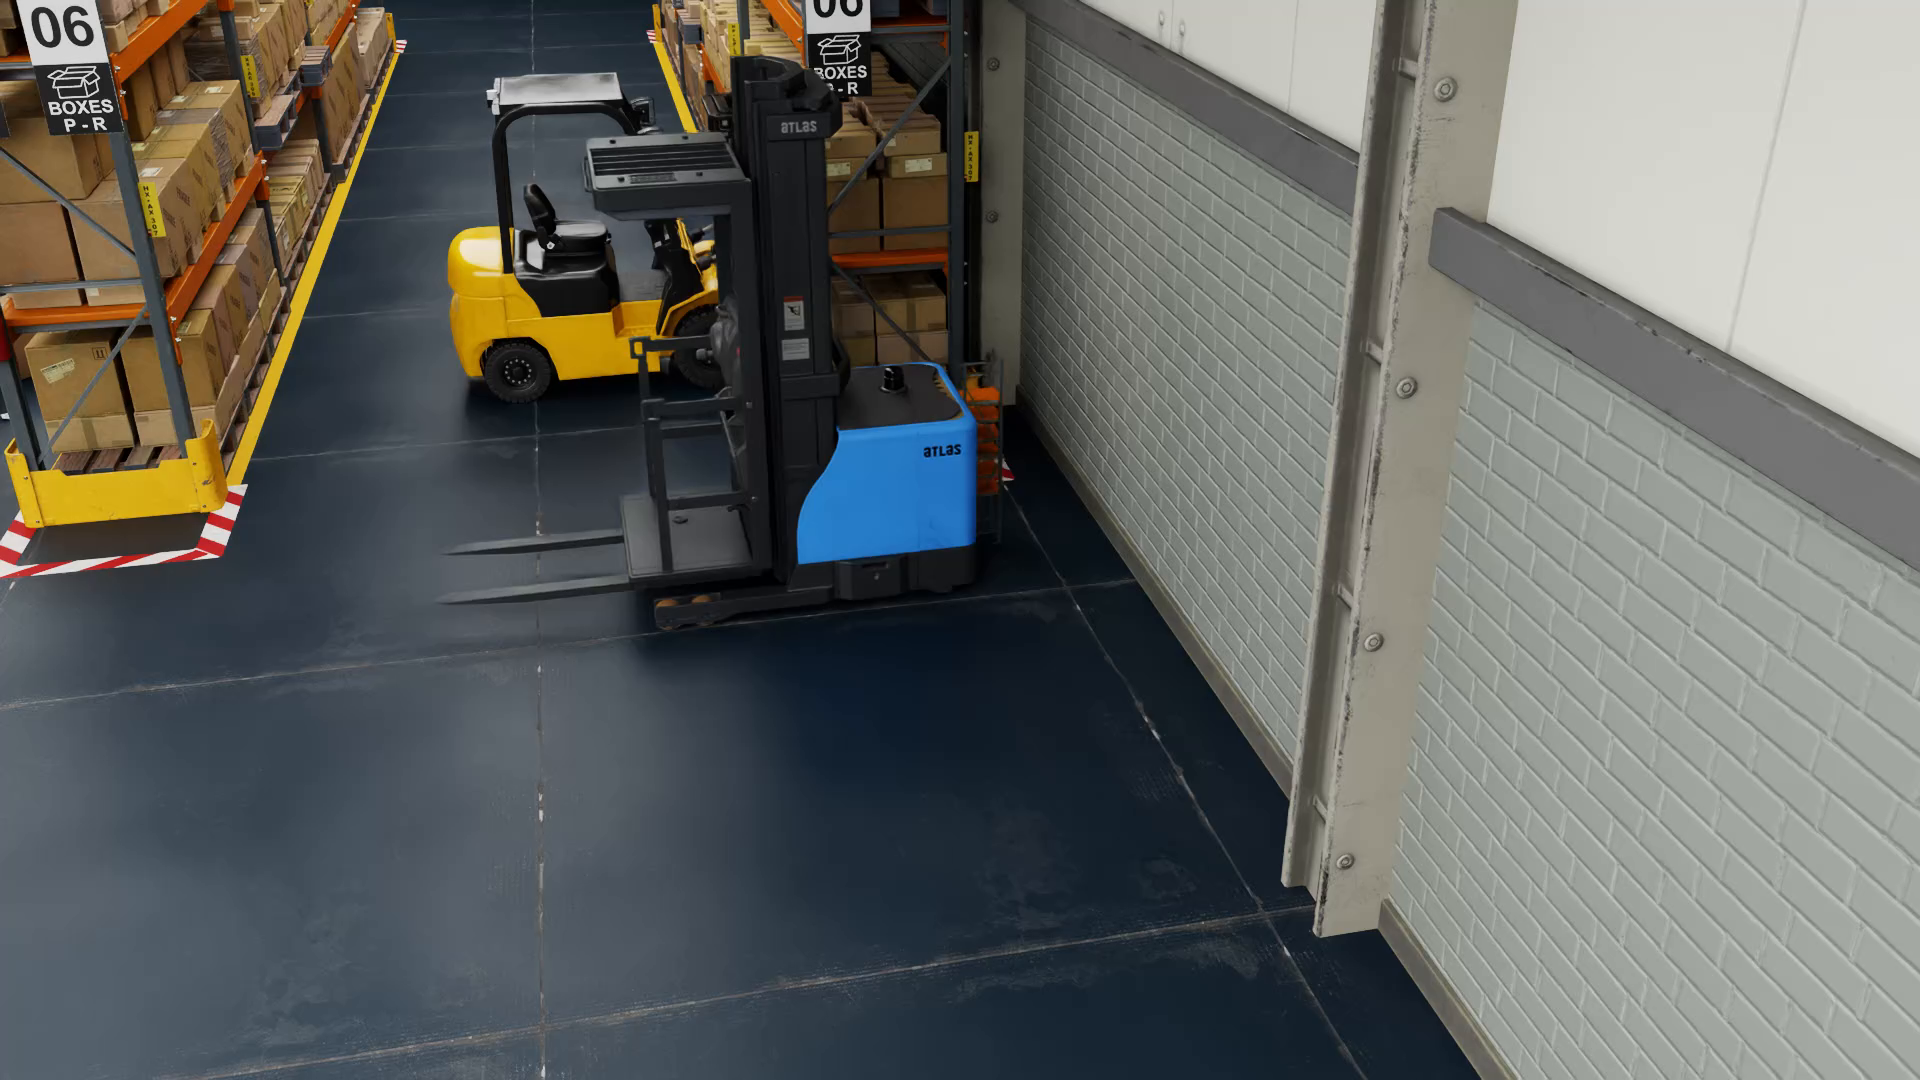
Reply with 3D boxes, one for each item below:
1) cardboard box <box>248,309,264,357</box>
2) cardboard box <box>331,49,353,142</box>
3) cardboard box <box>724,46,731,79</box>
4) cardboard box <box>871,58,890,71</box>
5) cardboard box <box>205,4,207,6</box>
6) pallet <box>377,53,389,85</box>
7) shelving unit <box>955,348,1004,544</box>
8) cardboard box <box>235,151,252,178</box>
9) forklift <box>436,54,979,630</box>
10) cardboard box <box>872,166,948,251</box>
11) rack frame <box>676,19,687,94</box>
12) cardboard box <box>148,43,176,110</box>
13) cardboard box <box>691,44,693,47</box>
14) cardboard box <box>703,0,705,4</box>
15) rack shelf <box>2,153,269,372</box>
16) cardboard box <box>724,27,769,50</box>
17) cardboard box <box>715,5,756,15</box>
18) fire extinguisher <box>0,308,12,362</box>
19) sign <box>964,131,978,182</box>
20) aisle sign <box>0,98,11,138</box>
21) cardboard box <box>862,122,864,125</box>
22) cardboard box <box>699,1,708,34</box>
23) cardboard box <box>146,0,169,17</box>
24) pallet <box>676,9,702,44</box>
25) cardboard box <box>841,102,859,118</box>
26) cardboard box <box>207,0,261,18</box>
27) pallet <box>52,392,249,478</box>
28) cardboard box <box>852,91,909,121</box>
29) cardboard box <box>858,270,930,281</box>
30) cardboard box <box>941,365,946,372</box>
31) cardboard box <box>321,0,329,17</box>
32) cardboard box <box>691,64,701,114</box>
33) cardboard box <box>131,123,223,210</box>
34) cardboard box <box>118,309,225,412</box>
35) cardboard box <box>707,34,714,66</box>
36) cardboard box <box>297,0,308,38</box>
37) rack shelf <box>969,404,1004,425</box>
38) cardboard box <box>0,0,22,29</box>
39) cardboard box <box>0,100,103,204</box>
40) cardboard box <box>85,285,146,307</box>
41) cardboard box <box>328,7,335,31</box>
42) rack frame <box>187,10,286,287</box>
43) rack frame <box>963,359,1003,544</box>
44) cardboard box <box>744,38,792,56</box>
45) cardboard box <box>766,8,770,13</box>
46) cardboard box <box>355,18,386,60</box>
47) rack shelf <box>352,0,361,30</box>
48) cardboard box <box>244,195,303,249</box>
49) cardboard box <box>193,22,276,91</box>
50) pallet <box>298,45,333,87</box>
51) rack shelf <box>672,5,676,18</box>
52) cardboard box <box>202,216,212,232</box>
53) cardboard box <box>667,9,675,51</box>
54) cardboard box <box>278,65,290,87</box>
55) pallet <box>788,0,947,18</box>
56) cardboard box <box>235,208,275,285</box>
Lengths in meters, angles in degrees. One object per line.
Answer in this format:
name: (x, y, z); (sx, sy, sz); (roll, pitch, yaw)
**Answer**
cardboard box: (-5.574, -1.537, 12.551); (0.500, 0.250, 0.500); (-6, 27, -11)
cardboard box: (-7.382, -4.964, 18.648); (0.875, 0.875, 0.875); (-6, 27, -11)
cardboard box: (-1.857, -4.342, 15.135); (0.500, 0.250, 0.500); (-7, 28, -13)
cardboard box: (-0.763, -3.680, 13.051); (0.380, 0.149, 0.250); (-6, 27, -12)
cardboard box: (-6.984, -4.705, 15.335); (0.500, 0.500, 0.500); (-5, 27, -11)
pallet: (-8.386, -6.411, 22.718); (1.003, 0.211, 1.213); (-6, 27, -12)
shelving unit: (0.112, -0.544, 9.996); (0.258, 1.200, 0.189); (-7, 28, -13)
cardboard box: (-5.777, -2.934, 13.014); (0.380, 0.149, 0.250); (-5, 27, -10)
forklift: (-1.463, -1.071, 9.118); (3.031, 2.935, 1.130); (-6, 27, -12)
cardboard box: (-0.314, -2.306, 11.378); (0.500, 0.500, 0.500); (-5, 27, -10)
rack frame: (-3.177, -7.283, 21.351); (1.000, 3.000, 0.127); (-6, 27, -12)
cardboard box: (-6.228, -3.448, 12.201); (0.700, 0.500, 0.500); (-6, 27, -11)
cardboard box: (-3.218, -6.346, 21.082); (0.380, 0.149, 0.250); (-7, 28, -13)
cardboard box: (-2.491, -5.692, 17.367); (0.380, 0.149, 0.250); (-5, 27, -10)
rack shelf: (-5.758, -2.066, 11.813); (1.077, 0.370, 4.000); (-6, 27, -12)
cardboard box: (-1.936, -4.559, 15.123); (0.380, 0.149, 0.250); (-7, 28, -13)
cardboard box: (-2.190, -5.126, 16.246); (0.380, 0.149, 0.250); (-5, 27, -11)
fire extinguisher: (-5.731, -1.378, 9.737); (0.296, 0.674, 0.183); (-6, 27, -12)
sign: (0.069, -2.491, 10.807); (0.100, 0.325, 0.005); (-6, 27, -12)
aisle sign: (-5.576, -2.613, 9.214); (0.394, 0.787, 0.004); (-6, 27, -12)
cardboard box: (-0.517, -3.096, 12.225); (0.380, 0.149, 0.250); (-5, 27, -10)
cardboard box: (-2.438, -5.461, 17.353); (0.500, 0.250, 0.500); (-6, 27, -12)
cardboard box: (-5.361, -3.482, 10.769); (0.380, 0.149, 0.250); (-6, 27, -11)
pallet: (-2.497, -5.732, 18.490); (1.213, 0.211, 1.003); (-6, 27, -12)
cardboard box: (-0.914, -2.952, 11.609); (0.380, 0.149, 0.250); (-6, 27, -11)
cardboard box: (-6.316, -4.629, 14.465); (0.380, 0.149, 0.250); (-4, 27, -9)
pallet: (-5.474, -0.658, 11.320); (1.003, 0.211, 1.213); (-6, 27, -12)
cardboard box: (-0.565, -3.107, 11.917); (0.380, 0.149, 0.250); (-5, 27, -10)
cardboard box: (-0.513, -1.871, 12.103); (0.500, 0.250, 0.500); (-6, 27, -12)
cardboard box: (-0.393, -1.211, 11.905); (0.500, 0.250, 0.500); (-6, 27, -11)
cardboard box: (-7.200, -5.872, 18.167); (0.500, 0.250, 0.500); (-6, 27, -12)
cardboard box: (-2.939, -5.439, 20.005); (0.500, 0.500, 0.500); (-7, 28, -13)
cardboard box: (-5.503, -2.596, 11.623); (0.500, 0.500, 0.500); (-7, 28, -13)
cardboard box: (-5.226, -1.197, 11.046); (0.500, 0.500, 0.500); (-7, 28, -13)
cardboard box: (-2.305, -5.019, 17.032); (0.500, 0.250, 0.500); (-7, 28, -13)
cardboard box: (-6.737, -5.215, 16.346); (0.500, 0.500, 0.500); (-7, 28, -13)
rack shelf: (0.112, -0.718, 9.908); (0.258, 0.103, 0.180); (-7, 28, -13)
cardboard box: (-5.686, -3.112, 9.594); (0.500, 0.250, 0.500); (-6, 27, -12)
cardboard box: (-5.636, -2.335, 9.997); (0.700, 0.500, 0.500); (-7, 28, -13)
cardboard box: (-5.183, -1.568, 10.305); (0.380, 0.149, 0.250); (-6, 27, -11)
cardboard box: (-7.336, -5.866, 18.709); (0.500, 0.250, 0.500); (-6, 27, -12)
rack frame: (-6.209, -3.266, 13.391); (1.000, 3.000, 0.127); (-6, 27, -12)
rack frame: (0.136, -0.504, 9.917); (0.240, 1.200, 0.006); (-7, 28, -13)
cardboard box: (-1.591, -4.068, 13.820); (0.380, 0.149, 0.250); (-5, 27, -11)
cardboard box: (-1.732, -5.292, 16.576); (0.380, 0.149, 0.250); (-6, 27, -12)
cardboard box: (-8.453, -6.897, 22.962); (0.875, 0.438, 0.875); (-5, 27, -10)
rack shelf: (-8.463, -7.334, 22.251); (1.077, 0.370, 4.000); (-6, 27, -12)
cardboard box: (-6.495, -2.825, 14.969); (0.950, 0.372, 0.625); (-4, 27, -8)
cardboard box: (-6.149, -4.085, 14.108); (0.500, 0.500, 0.500); (-6, 27, -11)
pallet: (-6.846, -4.634, 16.315); (1.213, 0.211, 1.003); (-6, 27, -12)
rack shelf: (-3.628, -7.840, 23.252); (1.077, 0.370, 4.000); (-6, 27, -12)
cardboard box: (-5.486, -2.257, 11.671); (0.380, 0.149, 0.250); (-7, 28, -13)
cardboard box: (-3.856, -7.211, 23.516); (0.500, 0.500, 0.500); (-5, 27, -11)
cardboard box: (-6.293, -4.191, 15.036); (0.380, 0.149, 0.250); (-5, 27, -10)
pallet: (-0.607, -3.628, 10.878); (1.003, 0.211, 1.213); (-6, 27, -12)
cardboard box: (-5.814, -2.328, 13.286); (0.500, 0.500, 0.500); (-6, 27, -12)
